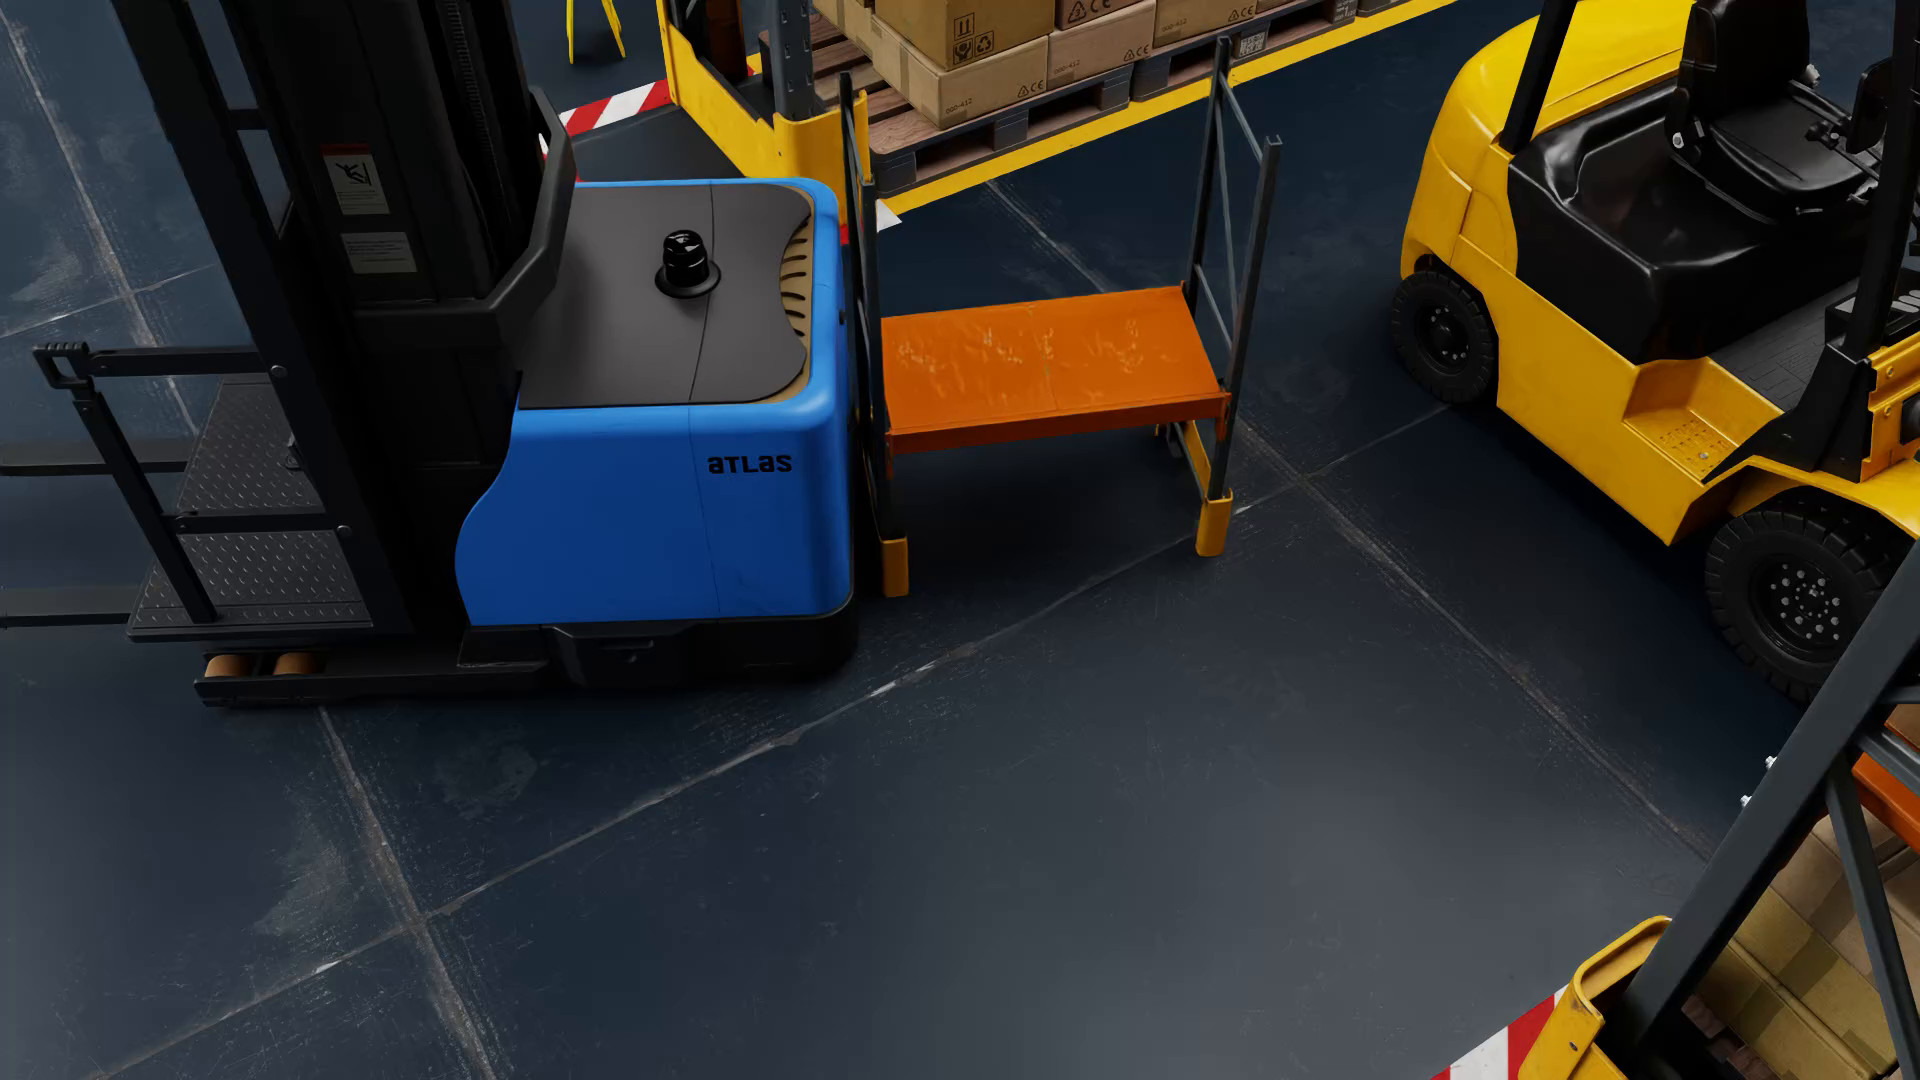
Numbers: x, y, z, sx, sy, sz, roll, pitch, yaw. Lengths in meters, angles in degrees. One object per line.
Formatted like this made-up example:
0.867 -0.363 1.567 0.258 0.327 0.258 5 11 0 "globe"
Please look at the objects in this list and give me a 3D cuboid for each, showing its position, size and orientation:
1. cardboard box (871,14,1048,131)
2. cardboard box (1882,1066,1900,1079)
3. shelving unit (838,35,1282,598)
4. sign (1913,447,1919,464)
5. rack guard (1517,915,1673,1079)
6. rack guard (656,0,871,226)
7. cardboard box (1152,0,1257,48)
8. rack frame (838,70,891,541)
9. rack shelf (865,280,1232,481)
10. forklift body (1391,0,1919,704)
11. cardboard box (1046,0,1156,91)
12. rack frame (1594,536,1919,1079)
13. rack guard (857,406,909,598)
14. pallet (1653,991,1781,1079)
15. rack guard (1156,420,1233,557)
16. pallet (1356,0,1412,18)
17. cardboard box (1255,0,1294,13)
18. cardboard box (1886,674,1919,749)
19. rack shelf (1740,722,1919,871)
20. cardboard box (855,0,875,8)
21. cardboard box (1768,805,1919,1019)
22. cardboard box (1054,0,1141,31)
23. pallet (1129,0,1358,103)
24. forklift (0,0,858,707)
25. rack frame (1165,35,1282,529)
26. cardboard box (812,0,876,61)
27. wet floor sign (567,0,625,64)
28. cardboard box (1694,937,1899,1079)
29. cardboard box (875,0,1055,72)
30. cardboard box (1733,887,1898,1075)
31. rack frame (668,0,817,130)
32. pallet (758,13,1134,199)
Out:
-0.004 -1.900 6.494 0.500 0.250 0.500 -26 53 -21 "cardboard box"
2.338 1.308 3.637 0.500 0.250 0.500 -25 53 -21 "cardboard box"
0.250 -0.602 4.782 1.083 1.500 0.587 -7 49 -6 "shelving unit"
1.541 -0.207 2.491 0.005 0.325 0.100 -25 53 -21 "sign"
1.798 1.446 3.627 0.348 0.500 1.175 -25 53 -21 "rack guard"
-0.769 -1.727 6.453 0.348 0.500 1.175 -25 53 -21 "rack guard"
0.887 -2.324 6.871 0.500 0.250 0.500 -22 52 -18 "cardboard box"
-0.261 -0.539 4.726 0.032 1.500 0.500 -7 49 -6 "rack frame"
0.241 -0.481 4.915 1.000 0.185 0.538 -7 49 -6 "rack shelf"
2.449 -1.020 4.718 1.214 2.155 2.313 -25 53 -21 "forklift body"
0.432 -2.099 6.670 0.500 0.250 0.500 -23 52 -20 "cardboard box"
1.818 0.605 2.702 0.127 3.000 1.000 -25 53 -21 "rack frame"
-0.242 -0.126 5.194 0.087 0.250 0.587 -7 49 -6 "rack guard"
2.443 1.202 4.038 1.213 0.211 1.003 -25 53 -21 "pallet"
0.741 -0.247 5.303 0.087 0.250 0.587 -7 49 -6 "rack guard"
2.001 -2.905 7.695 1.213 0.211 1.003 -25 53 -21 "pallet"
1.316 -2.524 7.049 0.500 0.250 0.500 -24 53 -20 "cardboard box"
2.094 0.210 2.987 0.500 0.500 0.500 -26 53 -22 "cardboard box"
3.510 0.048 3.681 4.000 0.370 1.077 -25 53 -21 "rack shelf"
-0.295 -2.487 6.514 0.500 0.500 0.500 -25 53 -21 "cardboard box"
2.041 0.667 3.538 0.500 0.250 0.500 -24 52 -20 "cardboard box"
0.456 -2.370 6.410 0.500 0.500 0.500 -27 54 -22 "cardboard box"
0.968 -2.415 7.260 1.213 0.211 1.003 -25 53 -21 "pallet"
-1.831 -0.897 4.086 3.031 2.935 1.130 -2 48 -2 "forklift"
0.742 -0.663 4.836 0.032 1.500 0.500 -7 49 -6 "rack frame"
-0.273 -2.255 6.810 0.500 0.250 0.500 -25 53 -21 "cardboard box"
-1.565 -2.345 6.906 0.232 0.644 0.267 -9 49 -8 "wet floor sign"
2.047 0.994 3.917 0.500 0.250 0.500 -25 53 -21 "cardboard box"
0.016 -2.159 6.222 0.500 0.500 0.500 -27 54 -22 "cardboard box"
2.063 0.823 3.734 0.500 0.250 0.500 -26 53 -21 "cardboard box"
-0.833 -2.528 5.493 0.127 3.000 1.000 -25 53 -21 "rack frame"
-0.063 -1.932 6.830 1.213 0.211 1.003 -25 53 -21 "pallet"
